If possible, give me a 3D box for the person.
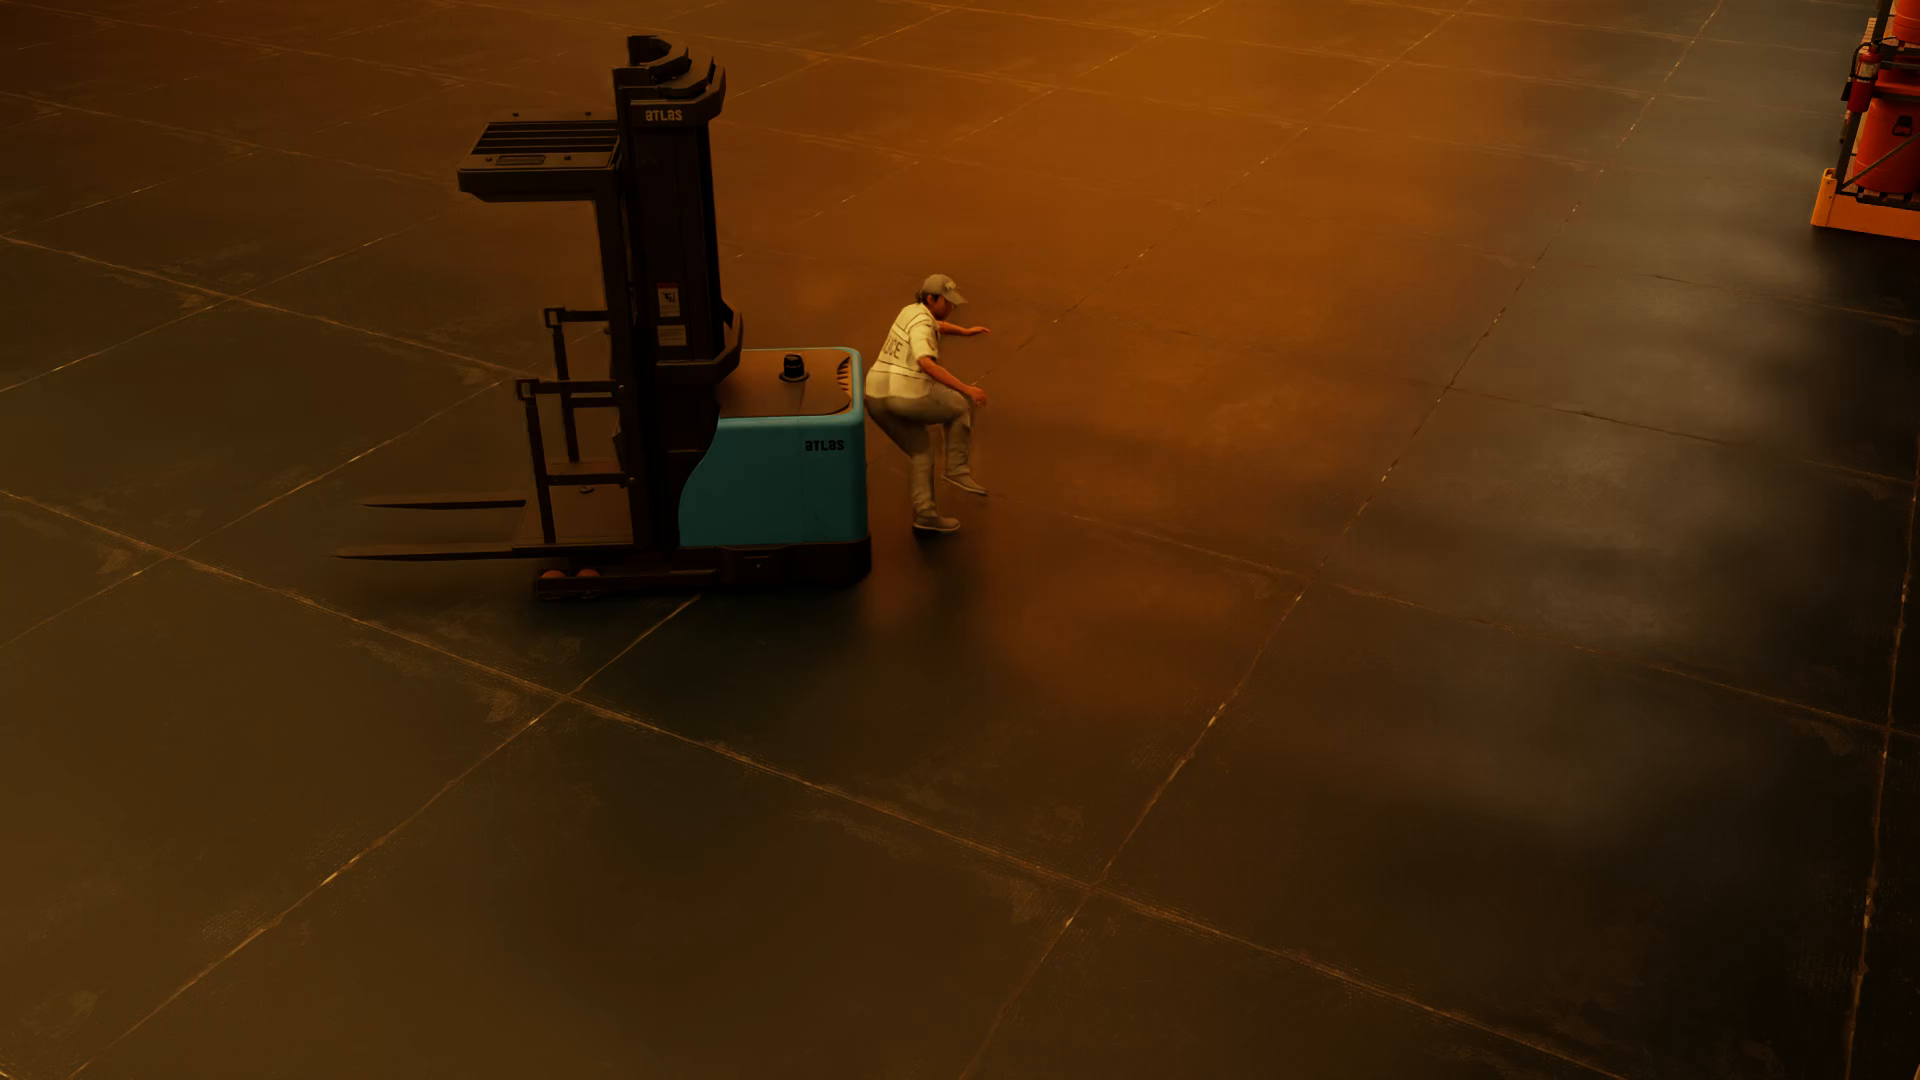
[{"bbox_3d":[-0.109,-0.873,10.093,0.881,1.434,0.921,-19,35,-29],"label":"person"}]

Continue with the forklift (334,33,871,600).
[{"bbox_3d":[-2.051,-1.203,9.155,3.031,2.935,1.130,-2,30,-3],"label":"forklift"}]
